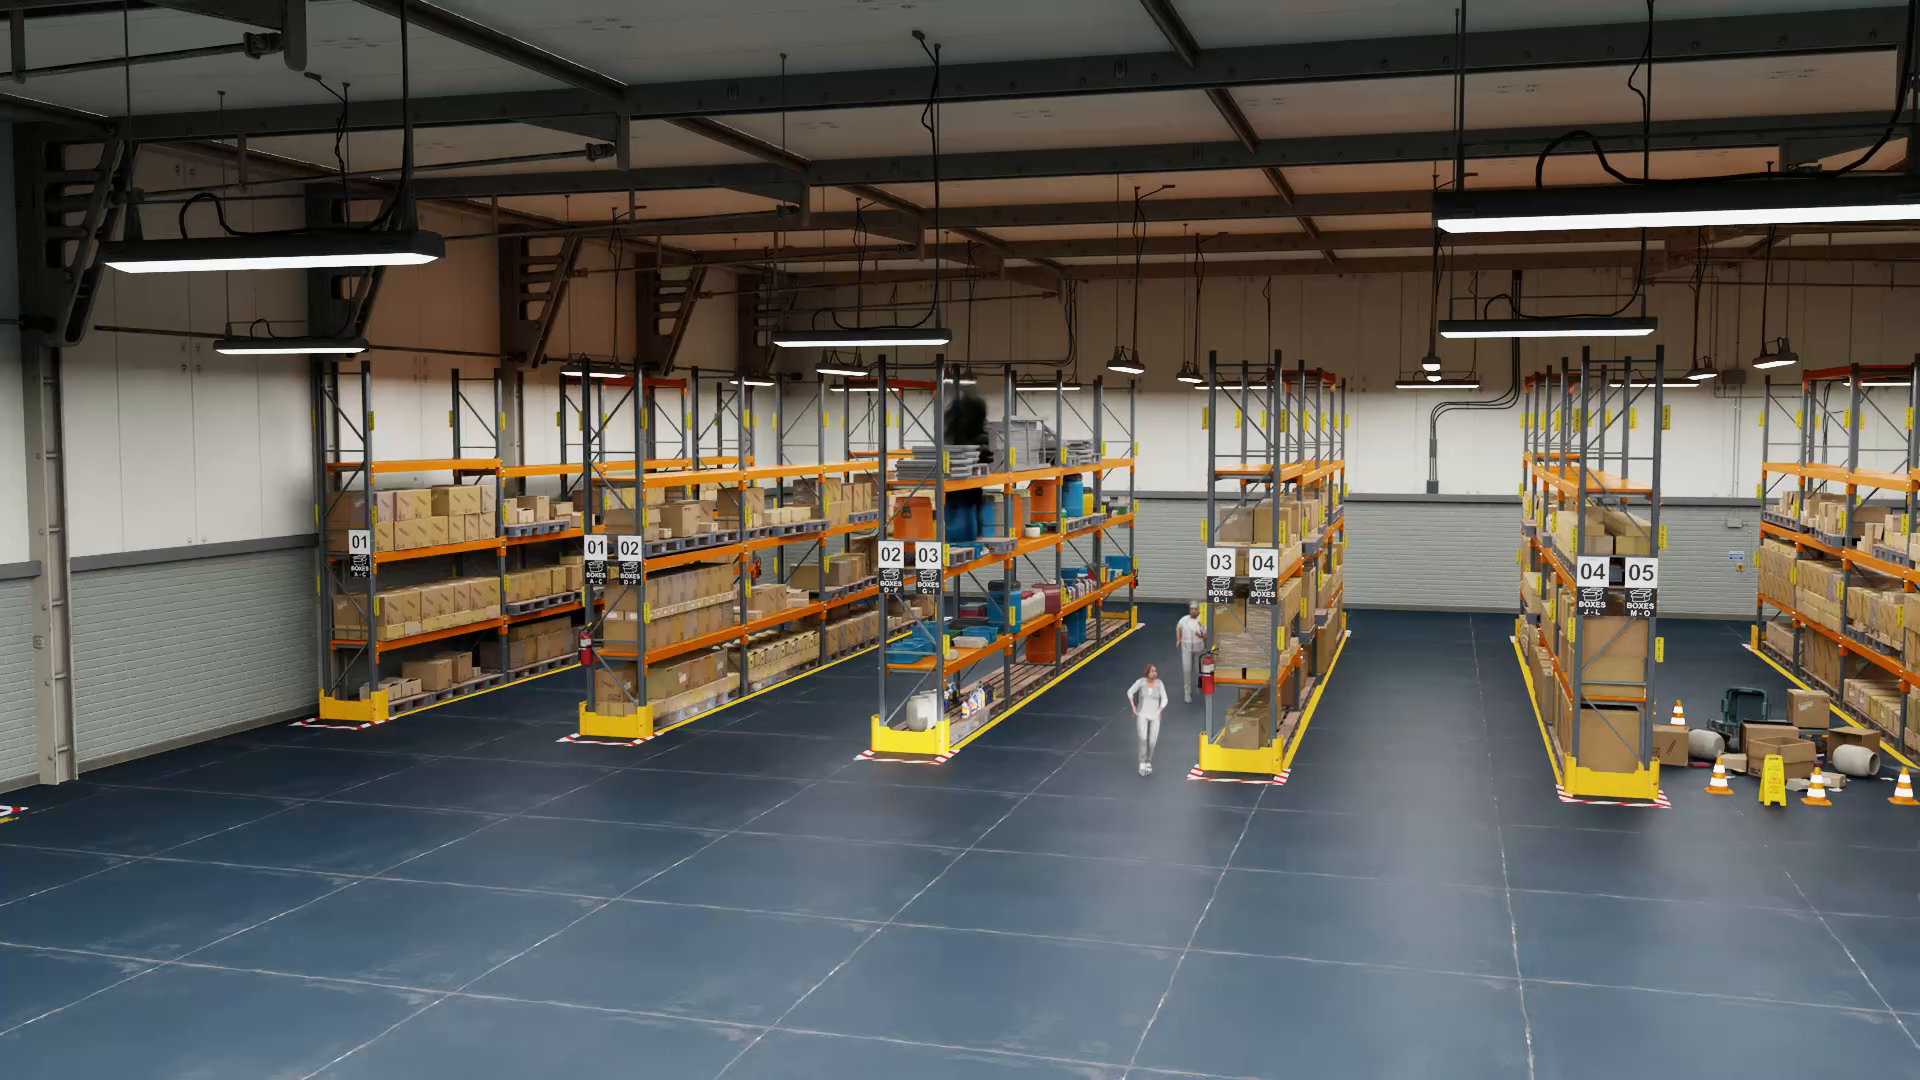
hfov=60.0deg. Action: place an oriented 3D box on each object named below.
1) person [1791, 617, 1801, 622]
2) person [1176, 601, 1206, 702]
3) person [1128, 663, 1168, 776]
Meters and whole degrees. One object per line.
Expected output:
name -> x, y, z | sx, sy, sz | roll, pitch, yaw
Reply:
person -> 18.994, 1.600, 37.425 | 0.590, 1.442, 0.820 | 3, 5, 39
person -> 4.191, 1.963, 29.818 | 0.662, 1.768, 0.989 | 1, 4, 12
person -> 2.667, 2.529, 23.555 | 0.549, 1.580, 0.613 | 0, 4, -1
